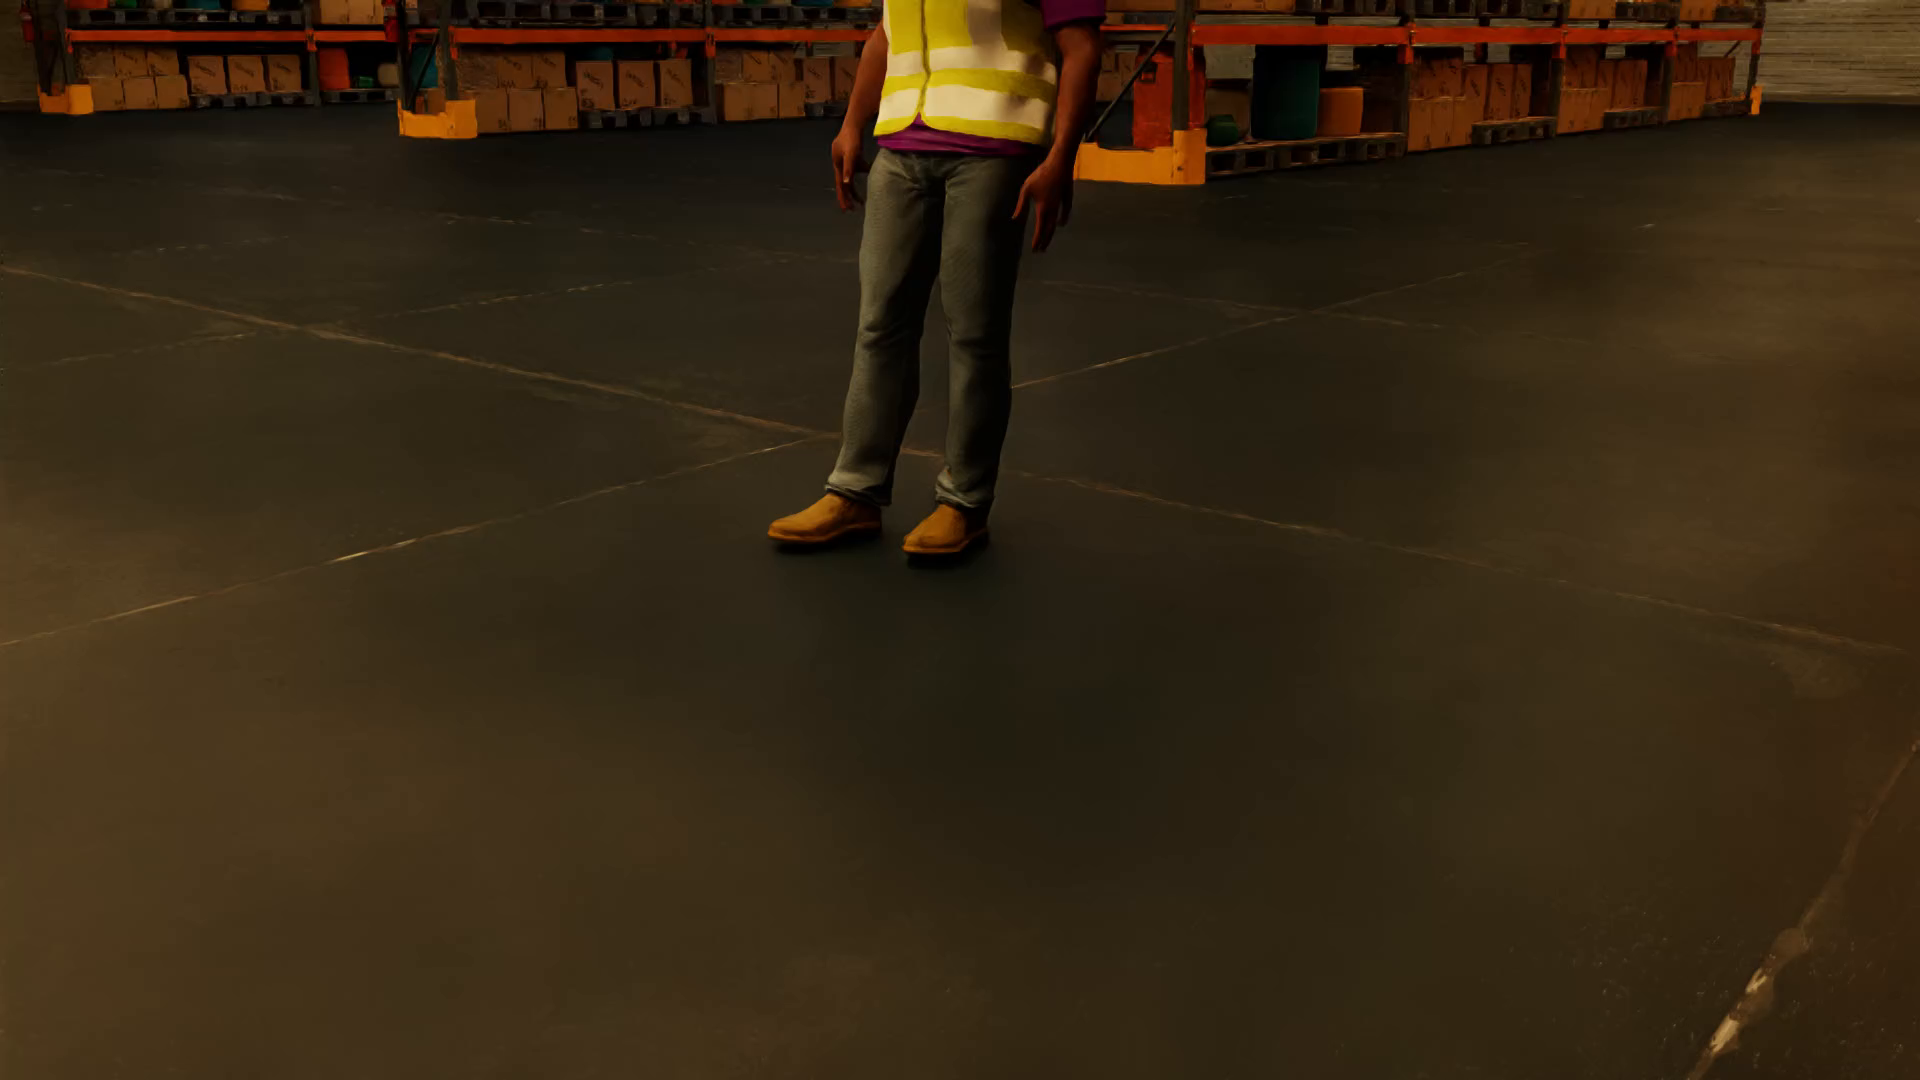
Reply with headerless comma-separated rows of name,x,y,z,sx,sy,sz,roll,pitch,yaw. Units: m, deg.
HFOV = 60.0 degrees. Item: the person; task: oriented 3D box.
person,-0.048,-0.837,3.635,0.665,1.766,0.576,13,21,37
